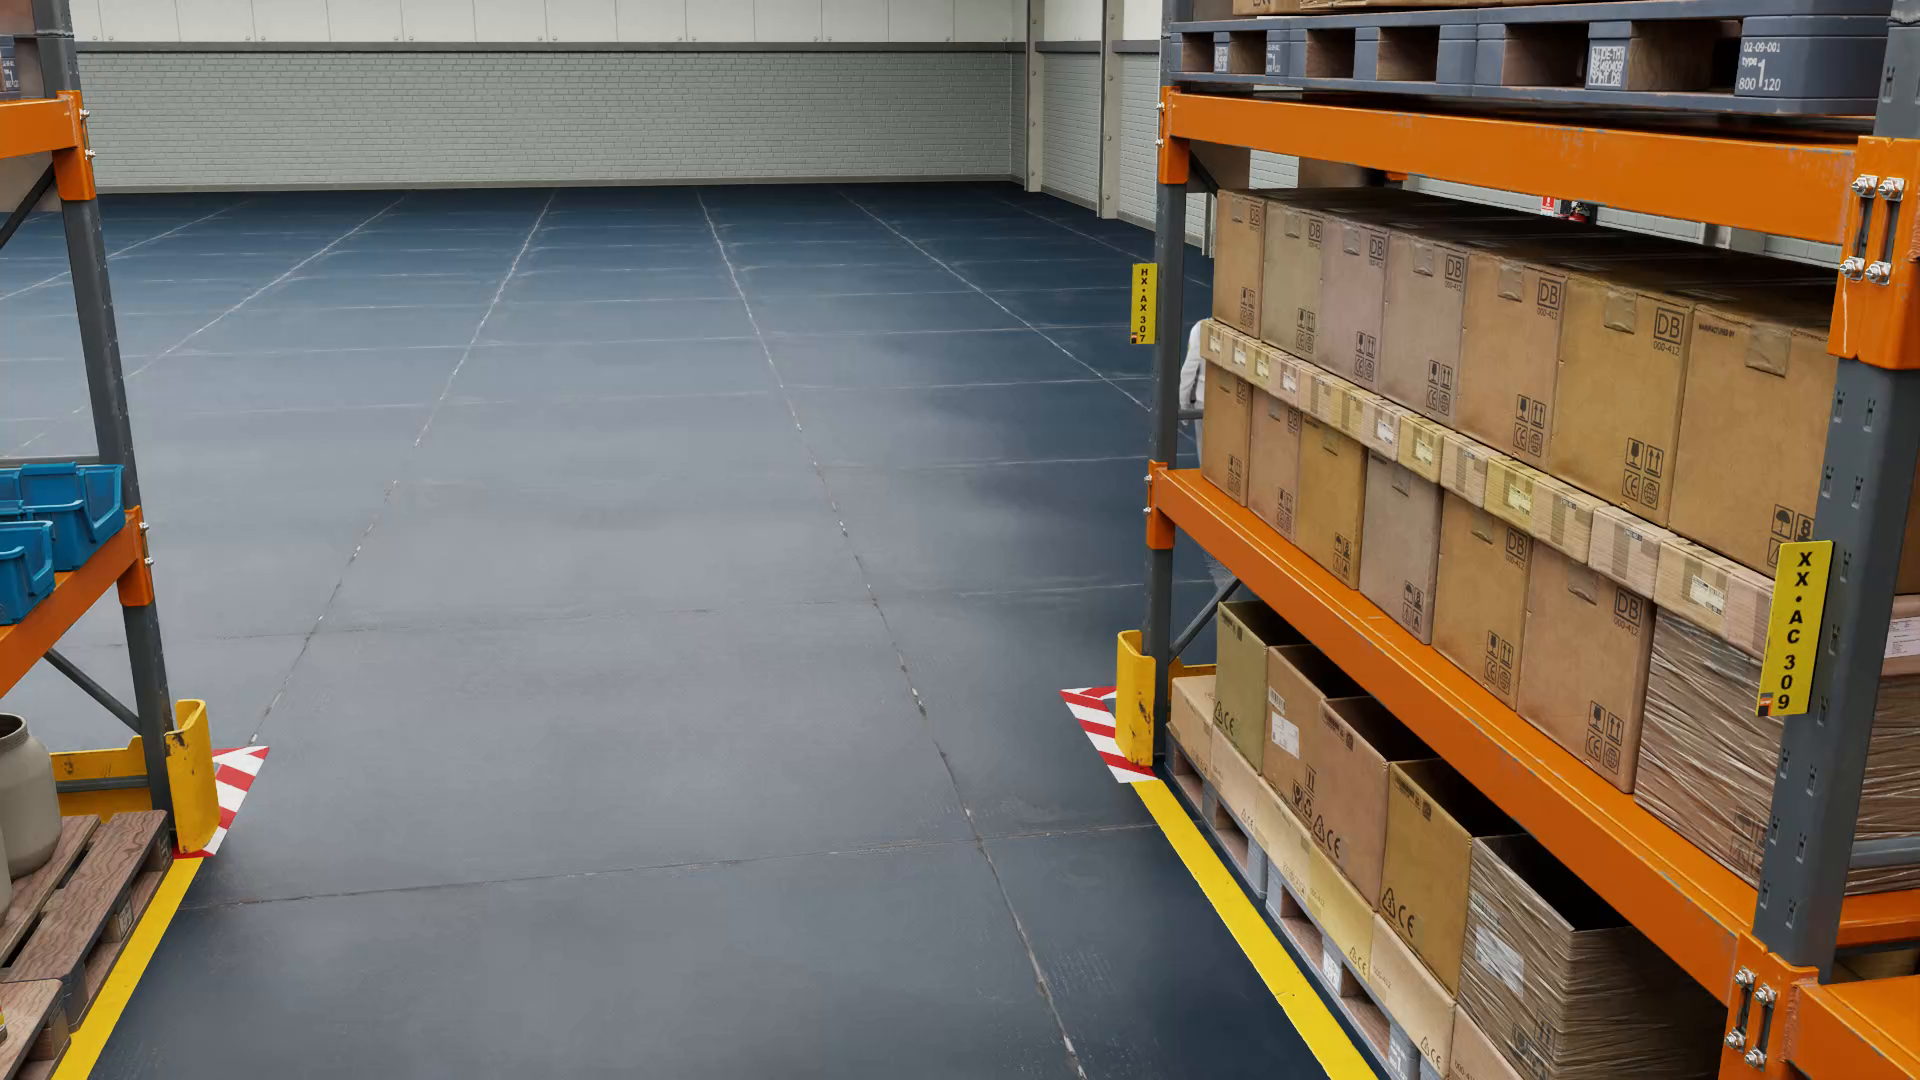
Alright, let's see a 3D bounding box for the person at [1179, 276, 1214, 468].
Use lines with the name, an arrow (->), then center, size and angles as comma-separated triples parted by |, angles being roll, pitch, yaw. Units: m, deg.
person -> 1.595, -0.783, 10.176 | 0.523, 1.754, 0.588 | 1, 16, 2
